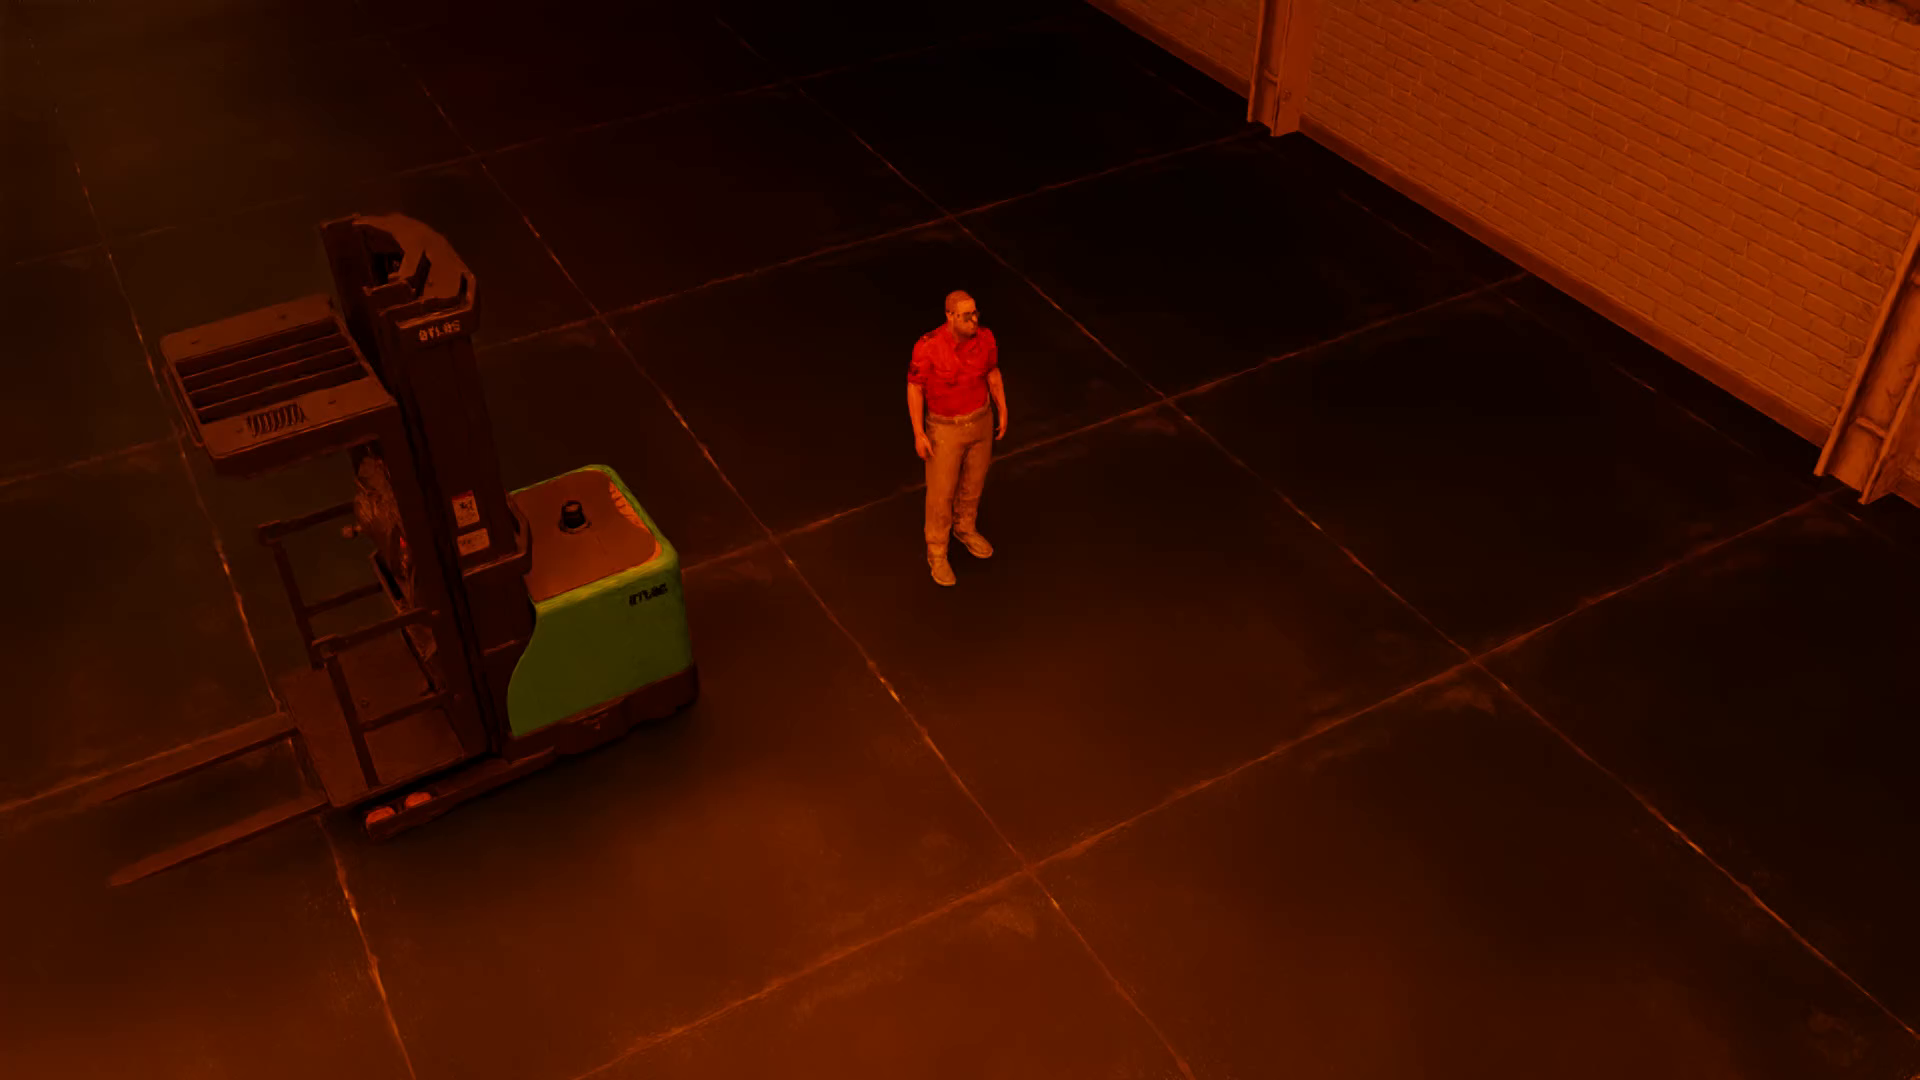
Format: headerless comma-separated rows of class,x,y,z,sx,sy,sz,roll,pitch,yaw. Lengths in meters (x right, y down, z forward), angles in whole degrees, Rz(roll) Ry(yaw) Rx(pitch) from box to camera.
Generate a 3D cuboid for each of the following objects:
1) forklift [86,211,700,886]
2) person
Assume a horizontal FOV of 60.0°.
forklift,-2.965,0.011,8.023,3.031,2.935,1.130,-22,44,-24
person,0.035,-0.617,9.711,0.640,1.727,0.550,-20,44,-23
